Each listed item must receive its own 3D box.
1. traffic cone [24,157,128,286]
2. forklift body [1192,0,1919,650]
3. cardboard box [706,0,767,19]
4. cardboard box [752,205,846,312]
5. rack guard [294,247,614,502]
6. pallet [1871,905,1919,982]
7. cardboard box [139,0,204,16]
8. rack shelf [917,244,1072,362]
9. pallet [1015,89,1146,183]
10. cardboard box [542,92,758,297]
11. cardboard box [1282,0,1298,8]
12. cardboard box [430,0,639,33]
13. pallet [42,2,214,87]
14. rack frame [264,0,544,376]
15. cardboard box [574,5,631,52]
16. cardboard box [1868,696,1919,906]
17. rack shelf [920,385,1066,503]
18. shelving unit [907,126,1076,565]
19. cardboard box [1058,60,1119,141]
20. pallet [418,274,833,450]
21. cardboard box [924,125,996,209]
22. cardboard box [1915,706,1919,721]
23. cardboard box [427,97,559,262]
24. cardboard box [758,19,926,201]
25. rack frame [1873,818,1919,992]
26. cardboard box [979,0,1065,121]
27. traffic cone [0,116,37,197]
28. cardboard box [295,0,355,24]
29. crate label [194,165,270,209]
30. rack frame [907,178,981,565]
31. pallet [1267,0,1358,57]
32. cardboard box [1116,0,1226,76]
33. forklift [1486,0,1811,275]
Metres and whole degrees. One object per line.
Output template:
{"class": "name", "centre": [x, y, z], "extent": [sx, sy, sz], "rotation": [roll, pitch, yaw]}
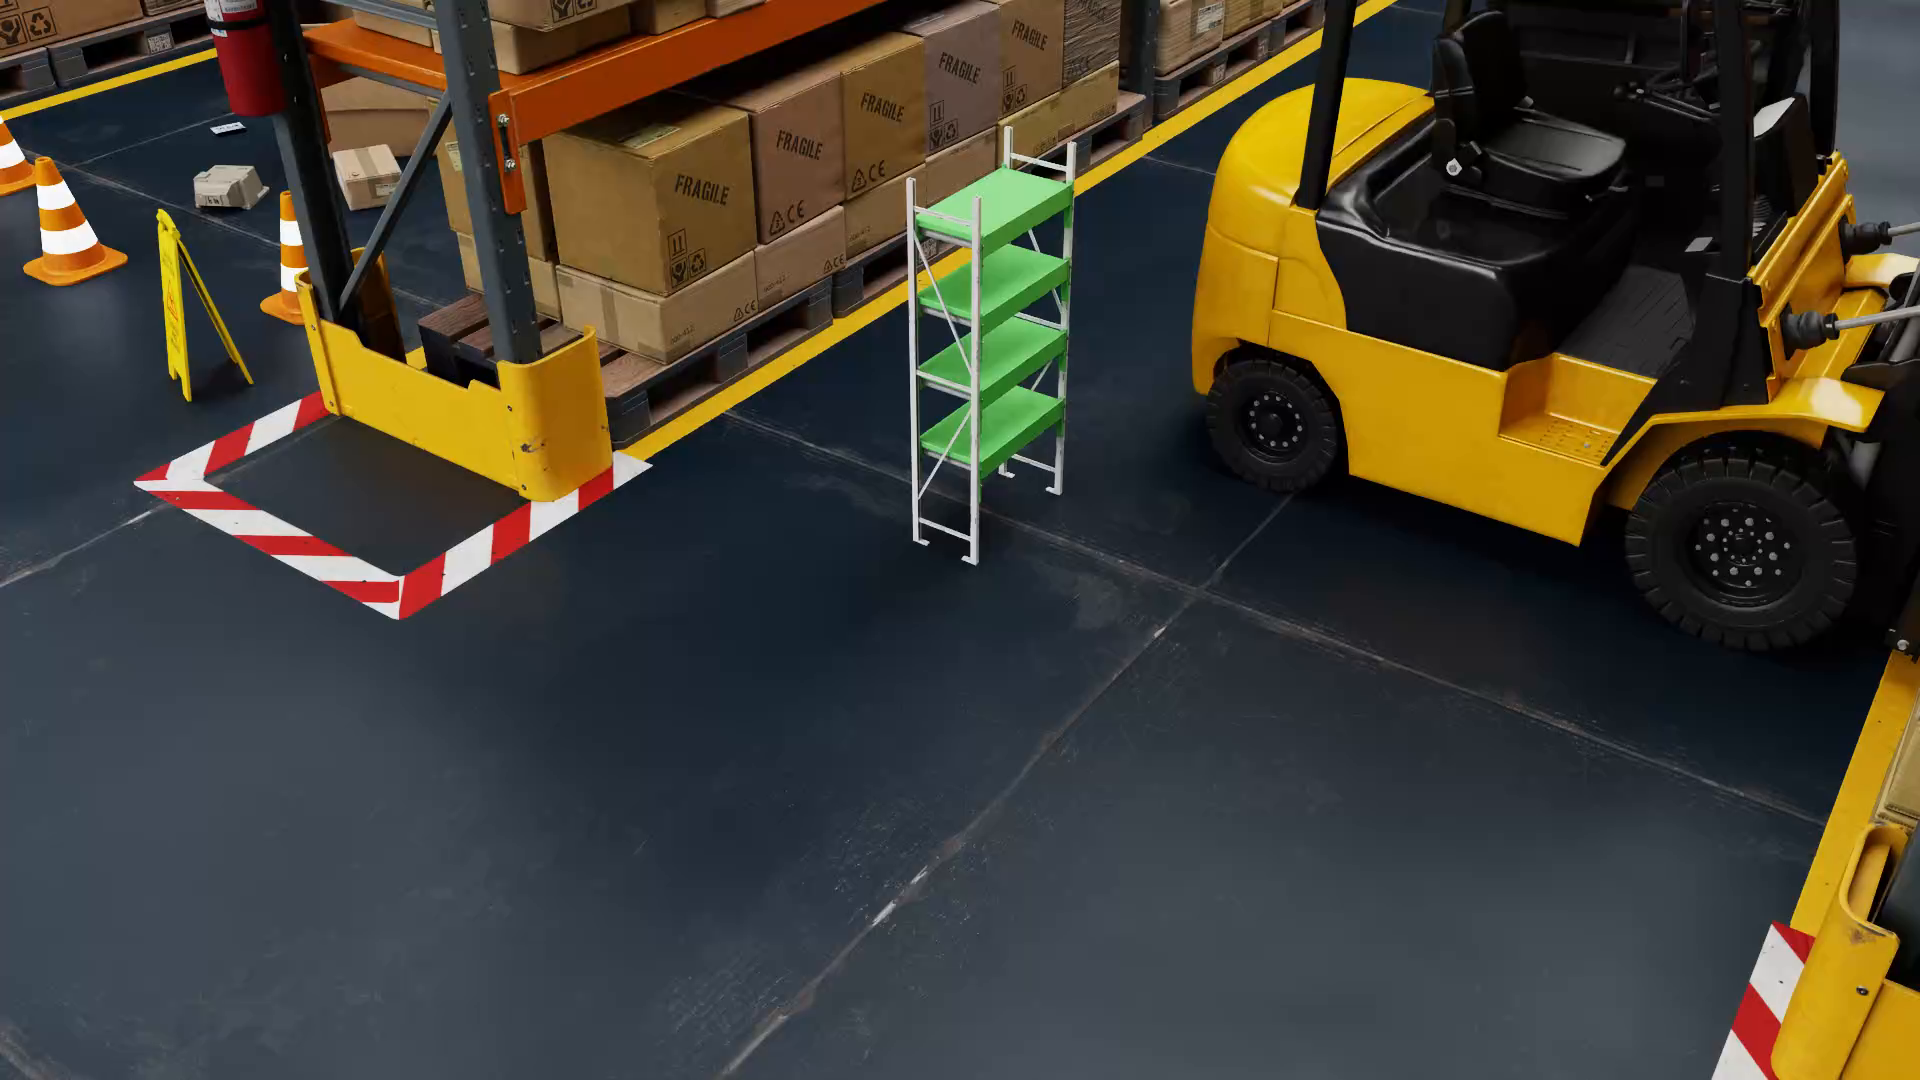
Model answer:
{"class": "traffic cone", "centre": [-3.690, -1.339, 6.817], "extent": [0.336, 0.463, 0.334], "rotation": [21, 39, 28]}
{"class": "forklift body", "centre": [1.892, -1.102, 4.959], "extent": [2.313, 2.155, 1.214], "rotation": [21, 39, 28]}
{"class": "cardboard box", "centre": [-0.874, -1.887, 5.587], "extent": [0.380, 0.149, 0.250], "rotation": [22, 40, 29]}
{"class": "cardboard box", "centre": [-0.786, -1.132, 6.326], "extent": [0.500, 0.250, 0.500], "rotation": [23, 40, 30]}
{"class": "rack guard", "centre": [-1.727, -0.581, 5.663], "extent": [1.175, 0.500, 0.348], "rotation": [21, 39, 28]}
{"class": "pallet", "centre": [2.711, 0.792, 3.890], "extent": [1.003, 0.211, 1.213], "rotation": [21, 39, 28]}
{"class": "cardboard box", "centre": [-4.540, -3.568, 9.370], "extent": [0.875, 0.875, 0.875], "rotation": [22, 40, 29]}
{"class": "rack shelf", "centre": [0.094, -0.719, 4.928], "extent": [0.258, 0.148, 0.480], "rotation": [21, 39, 28]}
{"class": "pallet", "centre": [0.157, -1.947, 7.941], "extent": [1.003, 0.211, 1.213], "rotation": [21, 39, 28]}
{"class": "cardboard box", "centre": [-1.070, -1.221, 5.788], "extent": [0.500, 0.500, 0.500], "rotation": [20, 39, 27]}
{"class": "cardboard box", "centre": [1.610, -3.402, 9.575], "extent": [0.950, 0.372, 0.625], "rotation": [23, 40, 30]}
{"class": "cardboard box", "centre": [-1.272, -1.876, 4.991], "extent": [0.500, 0.500, 0.500], "rotation": [21, 39, 27]}
{"class": "pallet", "centre": [-4.806, -2.913, 9.369], "extent": [1.003, 0.211, 1.213], "rotation": [21, 39, 28]}
{"class": "rack frame", "centre": [-1.770, -1.582, 4.911], "extent": [1.000, 3.000, 0.127], "rotation": [21, 39, 28]}
{"class": "cardboard box", "centre": [-1.274, -1.689, 5.293], "extent": [0.380, 0.149, 0.250], "rotation": [22, 40, 29]}
{"class": "cardboard box", "centre": [2.318, 0.650, 3.691], "extent": [0.500, 0.250, 0.500], "rotation": [22, 40, 28]}
{"class": "rack shelf", "centre": [0.094, -0.321, 5.197], "extent": [0.258, 0.148, 0.480], "rotation": [21, 39, 28]}
{"class": "shelving unit", "centre": [0.094, -0.573, 5.027], "extent": [0.258, 1.200, 0.503], "rotation": [21, 39, 28]}
{"class": "cardboard box", "centre": [0.394, -2.099, 7.756], "extent": [0.500, 0.250, 0.500], "rotation": [23, 40, 30]}
{"class": "pallet", "centre": [-1.235, -0.824, 6.280], "extent": [1.003, 0.211, 1.213], "rotation": [21, 39, 28]}
{"class": "cardboard box", "centre": [-0.195, -1.619, 7.046], "extent": [0.500, 0.250, 0.500], "rotation": [22, 40, 29]}
{"class": "cardboard box", "centre": [2.316, 0.241, 3.402], "extent": [0.500, 0.250, 0.500], "rotation": [23, 40, 30]}
{"class": "cardboard box", "centre": [-1.528, -1.379, 6.022], "extent": [0.500, 0.500, 0.500], "rotation": [22, 40, 28]}
{"class": "cardboard box", "centre": [-0.483, -1.691, 6.484], "extent": [0.500, 0.500, 0.500], "rotation": [22, 40, 29]}
{"class": "rack frame", "centre": [2.310, 0.002, 2.569], "extent": [1.000, 3.000, 0.127], "rotation": [21, 39, 28]}
{"class": "cardboard box", "centre": [0.105, -2.175, 7.199], "extent": [0.500, 0.500, 0.500], "rotation": [22, 40, 29]}
{"class": "traffic cone", "centre": [-4.425, -1.856, 7.582], "extent": [0.336, 0.463, 0.334], "rotation": [21, 39, 28]}
{"class": "cardboard box", "centre": [-3.656, -2.880, 9.061], "extent": [0.500, 0.500, 0.500], "rotation": [29, 44, 36]}
{"class": "crate label", "centre": [-3.293, -1.585, 7.472], "extent": [0.250, 0.136, 0.298], "rotation": [3, 34, 4]}
{"class": "rack frame", "centre": [-0.045, -0.461, 4.861], "extent": [0.240, 1.200, 0.015], "rotation": [21, 39, 28]}
{"class": "pallet", "centre": [1.648, -3.190, 9.778], "extent": [1.003, 0.211, 1.213], "rotation": [21, 39, 28]}
{"class": "cardboard box", "centre": [0.808, -2.750, 8.610], "extent": [0.950, 0.372, 0.625], "rotation": [22, 40, 29]}
{"class": "forklift", "centre": [2.387, -2.051, 5.667], "extent": [1.130, 2.935, 3.031], "rotation": [12, 36, 17]}
